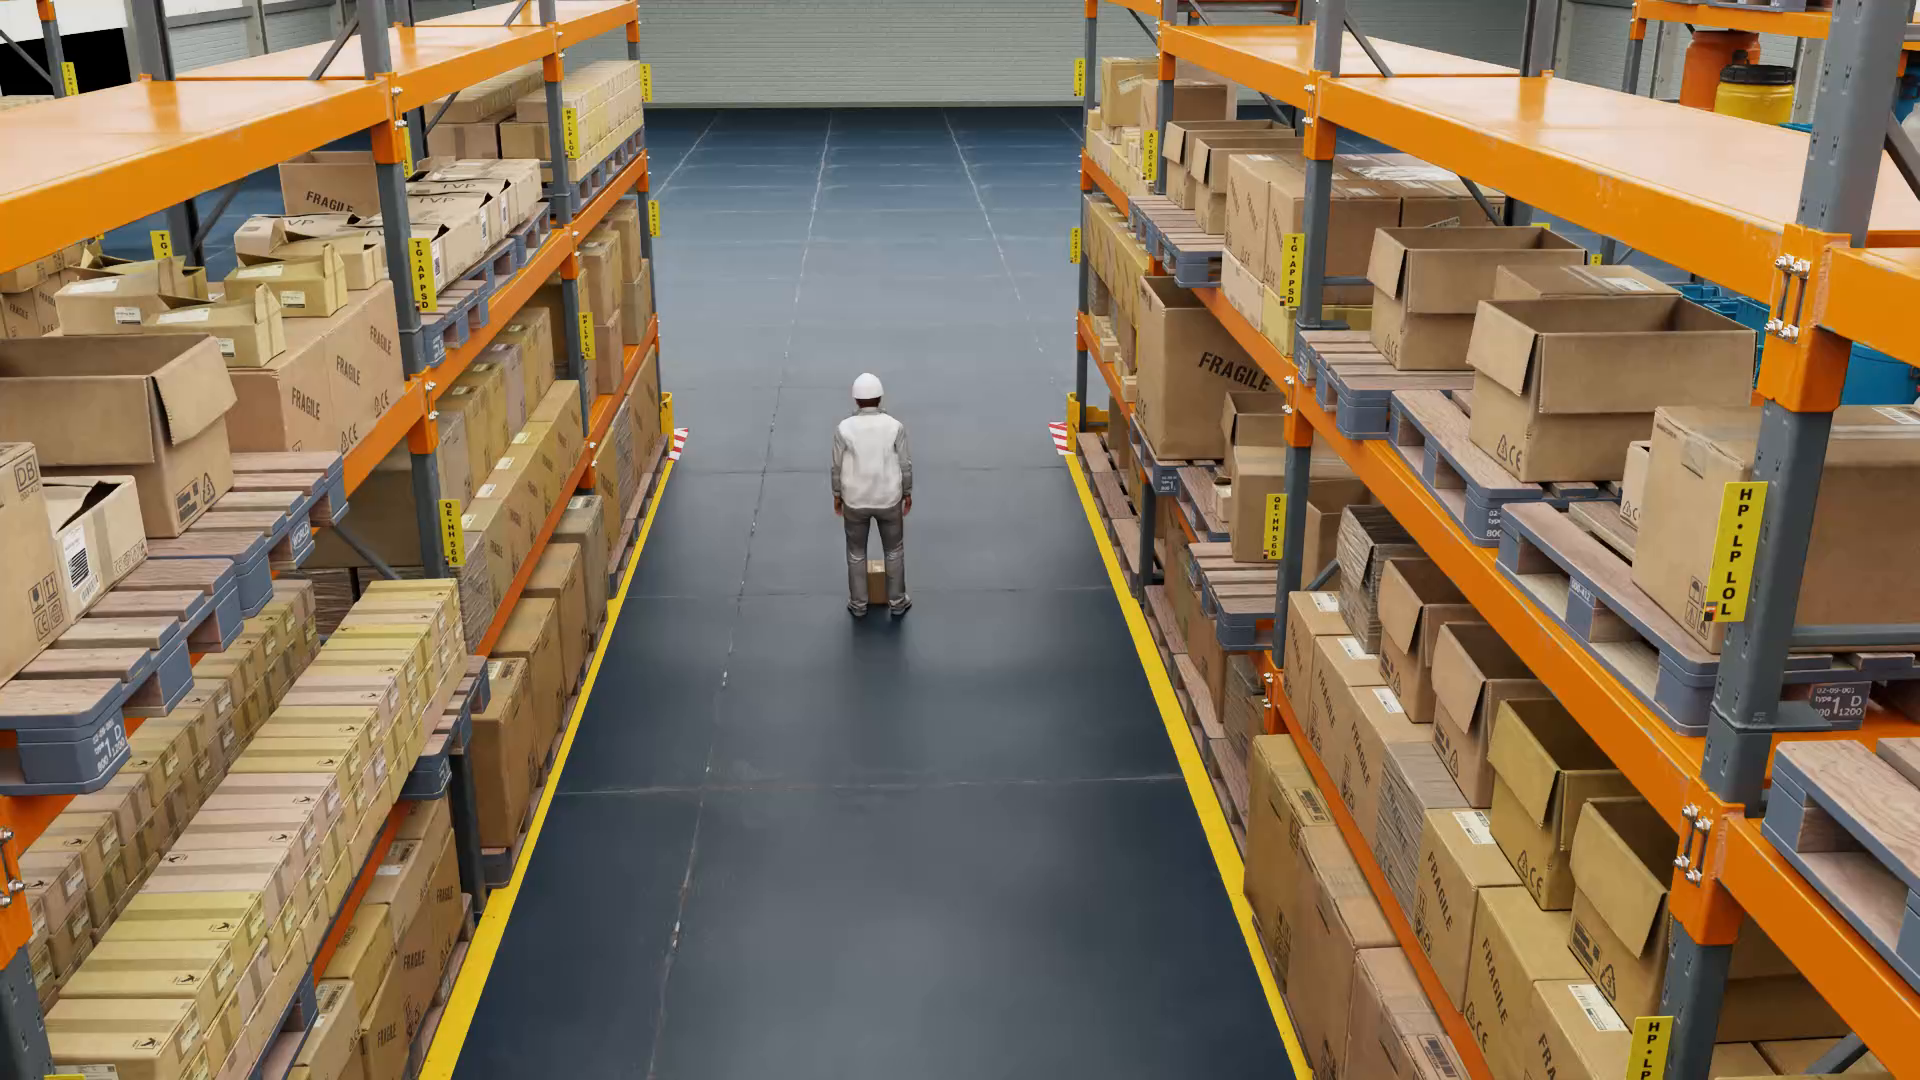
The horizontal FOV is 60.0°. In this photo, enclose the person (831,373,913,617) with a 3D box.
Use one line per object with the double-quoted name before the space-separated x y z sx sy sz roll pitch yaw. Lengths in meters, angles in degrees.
"person" -0.627 -0.309 11.882 0.579 1.767 0.465 -1 20 -3
